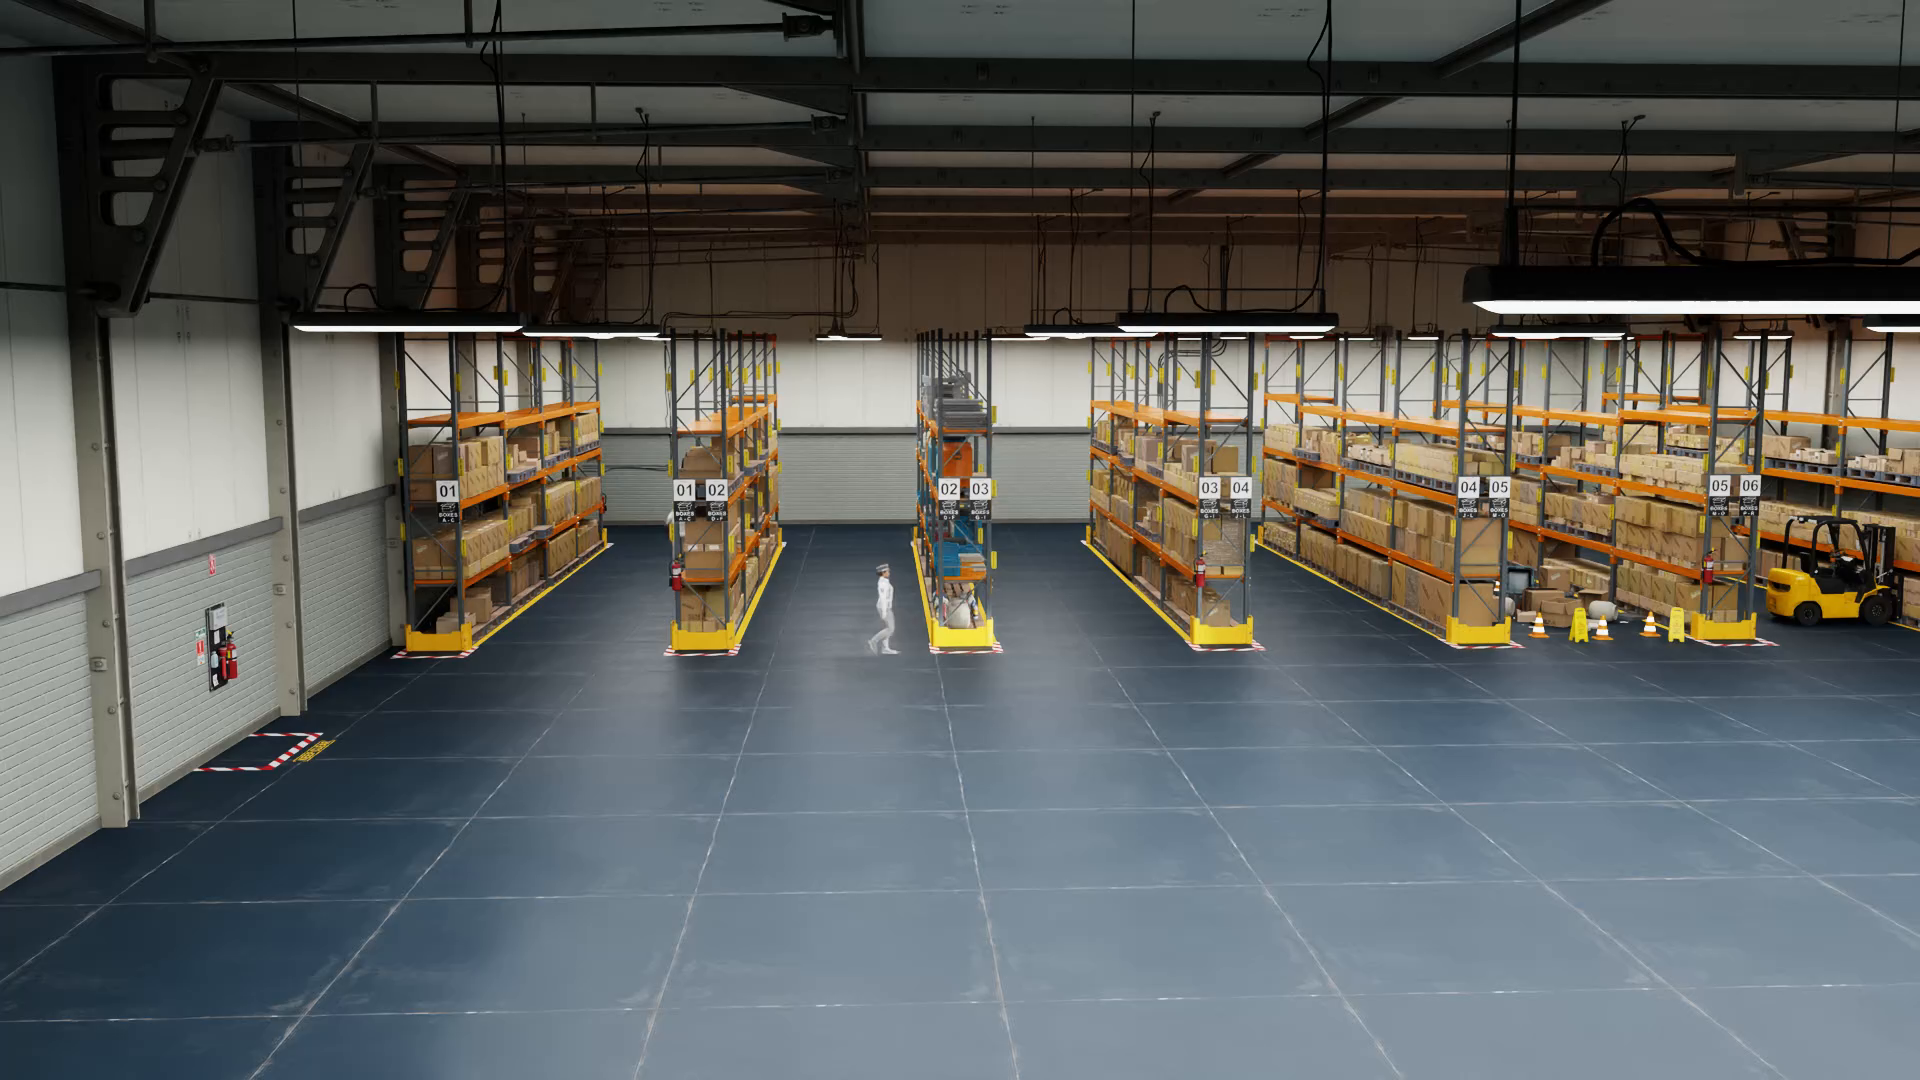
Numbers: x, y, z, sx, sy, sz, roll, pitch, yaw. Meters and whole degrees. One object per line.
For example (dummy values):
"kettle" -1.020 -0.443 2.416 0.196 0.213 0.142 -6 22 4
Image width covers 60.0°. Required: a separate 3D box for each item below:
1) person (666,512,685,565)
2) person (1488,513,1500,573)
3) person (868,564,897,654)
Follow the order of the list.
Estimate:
"person" -7.155 -0.125 42.331 0.660 1.709 1.081 -1 7 -6
"person" 12.913 0.155 40.232 0.439 1.660 0.568 -3 7 -22
"person" -1.429 1.273 30.599 0.522 1.676 0.503 0 7 -3
